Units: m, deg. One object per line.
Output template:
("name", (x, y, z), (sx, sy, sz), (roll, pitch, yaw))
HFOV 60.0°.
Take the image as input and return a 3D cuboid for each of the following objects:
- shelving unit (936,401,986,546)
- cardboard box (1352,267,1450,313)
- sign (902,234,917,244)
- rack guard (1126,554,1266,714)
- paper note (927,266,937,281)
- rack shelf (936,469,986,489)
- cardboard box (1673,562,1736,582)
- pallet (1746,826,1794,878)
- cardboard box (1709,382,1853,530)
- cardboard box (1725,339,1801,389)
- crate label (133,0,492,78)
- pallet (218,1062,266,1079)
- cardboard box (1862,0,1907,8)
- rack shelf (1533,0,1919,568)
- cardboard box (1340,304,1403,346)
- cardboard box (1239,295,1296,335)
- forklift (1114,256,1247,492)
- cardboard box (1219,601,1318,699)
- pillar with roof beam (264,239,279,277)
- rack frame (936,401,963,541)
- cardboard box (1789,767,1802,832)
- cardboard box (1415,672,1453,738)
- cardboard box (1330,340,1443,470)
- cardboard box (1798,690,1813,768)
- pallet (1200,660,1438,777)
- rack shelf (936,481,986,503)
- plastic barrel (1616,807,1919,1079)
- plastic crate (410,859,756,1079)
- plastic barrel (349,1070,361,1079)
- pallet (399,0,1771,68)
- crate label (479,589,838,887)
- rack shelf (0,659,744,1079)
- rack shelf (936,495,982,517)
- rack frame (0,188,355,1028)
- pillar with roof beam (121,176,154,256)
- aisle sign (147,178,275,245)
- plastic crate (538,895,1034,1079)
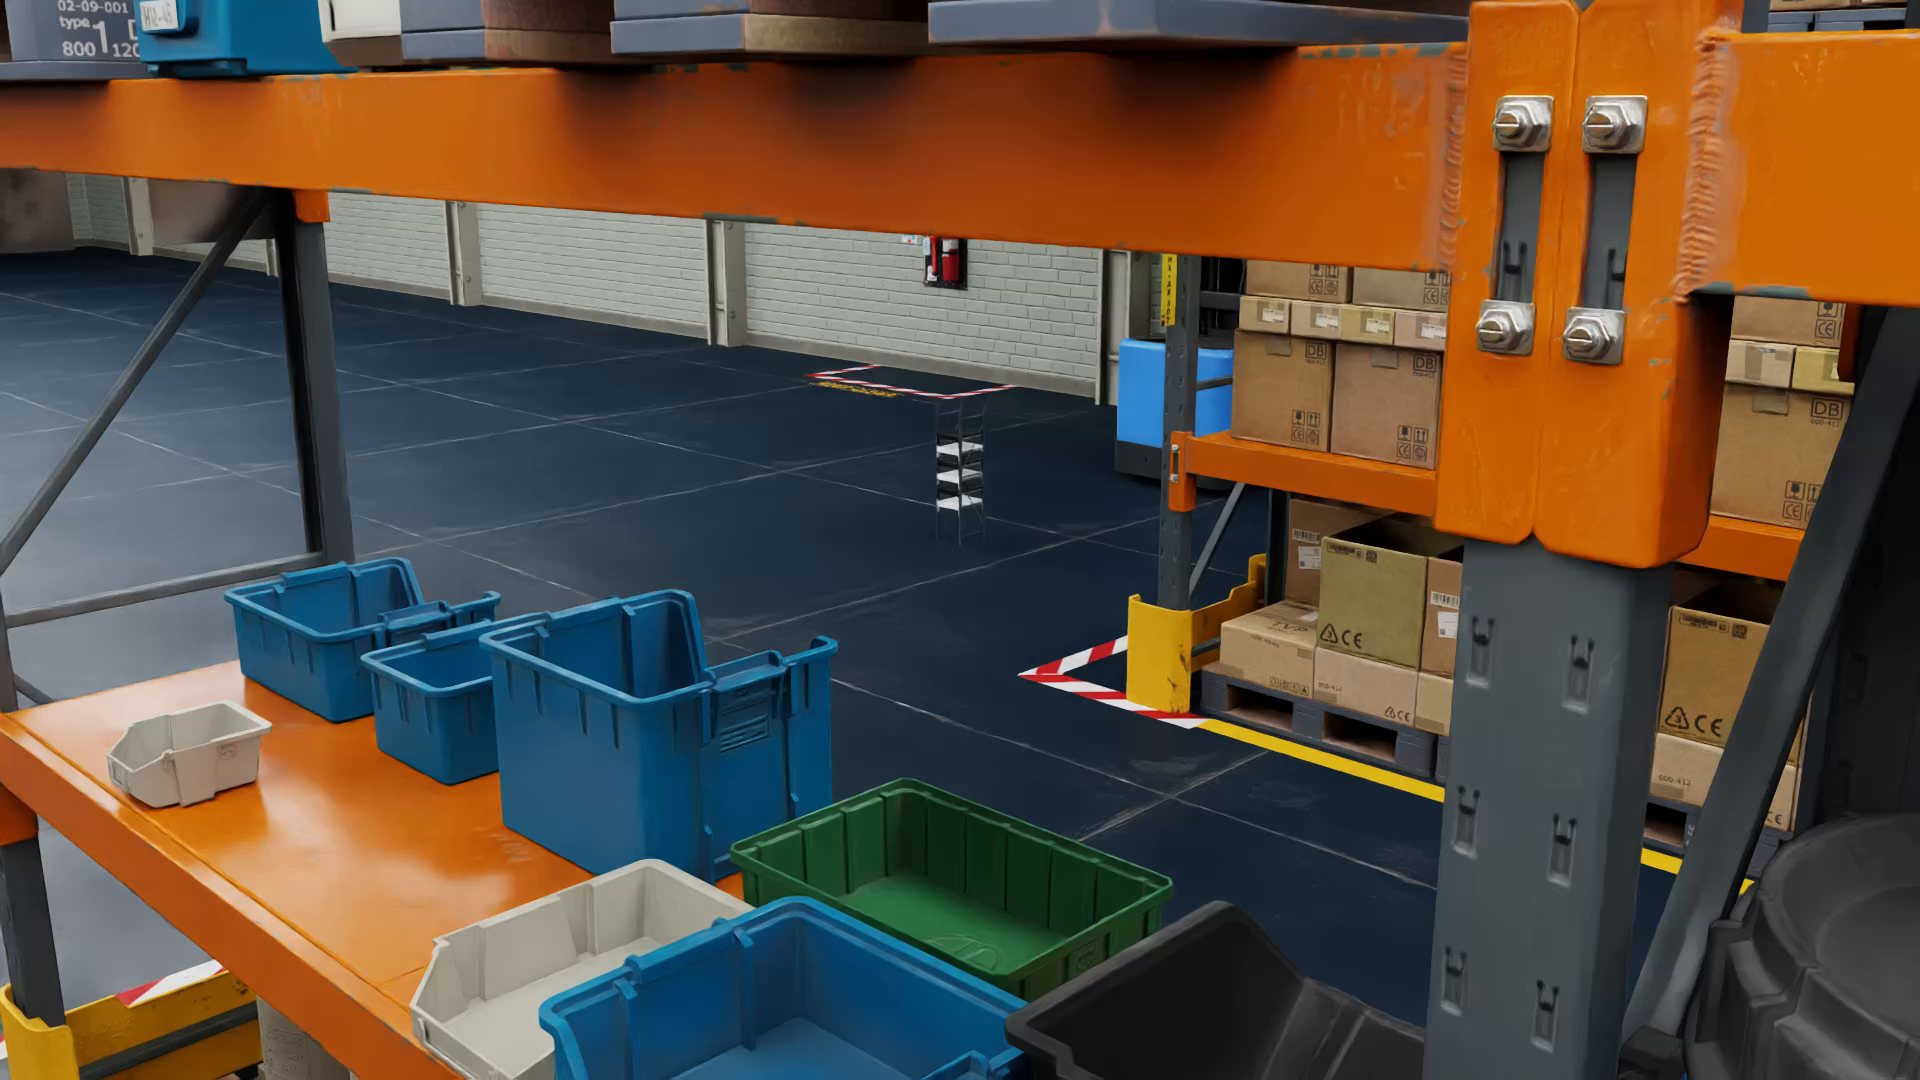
("shelving unit", (0.006, -0.434, 10.813), (0.210, 0.900, 0.258), (14, 20, 42))
("cardboard box", (2.067, -1.253, 7.020), (0.500, 0.500, 0.700), (13, 19, 41))
("sign", (-0.539, -3.317, 17.644), (0.234, 0.329, 0.001), (14, 20, 42))
("rack guard", (1.302, 0.445, 8.235), (0.348, 0.500, 1.175), (14, 20, 42))
("paper note", (-0.292, -2.802, 17.484), (0.142, 0.148, 0.016), (14, 20, 42))
("rack shelf", (0.006, -0.402, 10.822), (0.200, 0.077, 0.258), (14, 20, 42))
("cardboard box", (3.001, 0.304, 6.951), (0.500, 0.500, 0.500), (14, 20, 42))
("pallet", (3.656, 1.142, 6.131), (1.213, 0.211, 1.003), (14, 20, 42))
("cardboard box", (3.132, -0.365, 6.187), (0.500, 0.500, 0.700), (14, 20, 43))
("cardboard box", (2.941, -0.654, 6.009), (0.380, 0.149, 0.250), (-14, 20, -43))
("crate label", (-1.003, -0.854, 2.608), (0.408, 0.251, 0.502), (14, 20, 42))
("pallet", (-1.453, 1.635, 4.239), (1.213, 0.211, 1.003), (14, 20, 42))
("cardboard box", (3.141, -1.823, 5.419), (0.250, 0.149, 0.380), (14, 20, 42))
("rack shelf", (2.198, 0.084, 0.138), (4.000, 0.370, 1.077), (14, 20, 42))
("cardboard box", (1.823, -0.926, 7.051), (0.250, 0.149, 0.380), (14, 20, 42))
("cardboard box", (1.452, -1.015, 7.395), (0.250, 0.149, 0.380), (13, 20, 42))
("forklift", (2.577, -2.063, 13.037), (3.031, 2.935, 1.130), (-14, 20, -43))
("cardboard box", (1.551, 0.501, 7.682), (0.500, 0.250, 0.500), (14, 20, 42))
("pillar with roof beam", (-14.406, -8.017, 23.854), (0.400, 9.000, 9.100), (14, 20, 42))
("rack frame", (-0.067, -0.452, 10.881), (0.006, 0.900, 0.240), (14, 20, 42))
("cardboard box", (3.360, 0.936, 6.012), (0.500, 0.250, 0.500), (14, 20, 42))
("cardboard box", (2.273, 0.675, 7.012), (0.500, 0.250, 0.500), (14, 20, 42))
("cardboard box", (2.028, -0.634, 7.219), (0.700, 0.500, 0.500), (-14, 20, -43))
("cardboard box", (3.362, 0.573, 5.919), (0.500, 0.500, 0.500), (14, 20, 42))
("pallet", (1.899, 0.715, 7.770), (1.213, 0.211, 1.003), (14, 20, 42))
("rack shelf", (0.006, -0.315, 10.844), (0.200, 0.077, 0.258), (14, 20, 42))
("plastic barrel", (0.826, 0.718, 1.235), (0.708, 0.901, 0.600), (14, 20, 42))
("plastic crate", (-0.587, 0.727, 2.716), (0.437, 0.136, 0.530), (14, 20, 42))
("plastic barrel", (-1.234, 1.327, 3.990), (0.421, 0.512, 0.421), (0, 15, 0))
("pallet", (0.171, -0.631, 1.831), (1.003, 0.211, 1.213), (14, 20, 42))
("crate label", (-0.609, 0.393, 3.403), (0.616, 0.435, 0.502), (14, 20, 42))
("rack shelf", (-0.682, 0.836, 3.203), (4.000, 0.370, 1.077), (14, 20, 42))
("rack shelf", (0.006, -0.228, 10.867), (0.200, 0.077, 0.258), (14, 20, 42))
("rack frame", (-2.121, 0.138, 4.455), (0.127, 3.000, 1.000), (14, 20, 42))
("pillar with roof beam", (-18.725, -9.067, 27.884), (0.400, 9.000, 9.100), (14, 20, 42))
("aisle sign", (-1.967, -1.187, 4.383), (0.004, 0.787, 0.394), (14, 20, 42))
("plastic crate", (-0.227, 0.765, 2.341), (0.616, 0.251, 0.499), (14, 20, 42))
